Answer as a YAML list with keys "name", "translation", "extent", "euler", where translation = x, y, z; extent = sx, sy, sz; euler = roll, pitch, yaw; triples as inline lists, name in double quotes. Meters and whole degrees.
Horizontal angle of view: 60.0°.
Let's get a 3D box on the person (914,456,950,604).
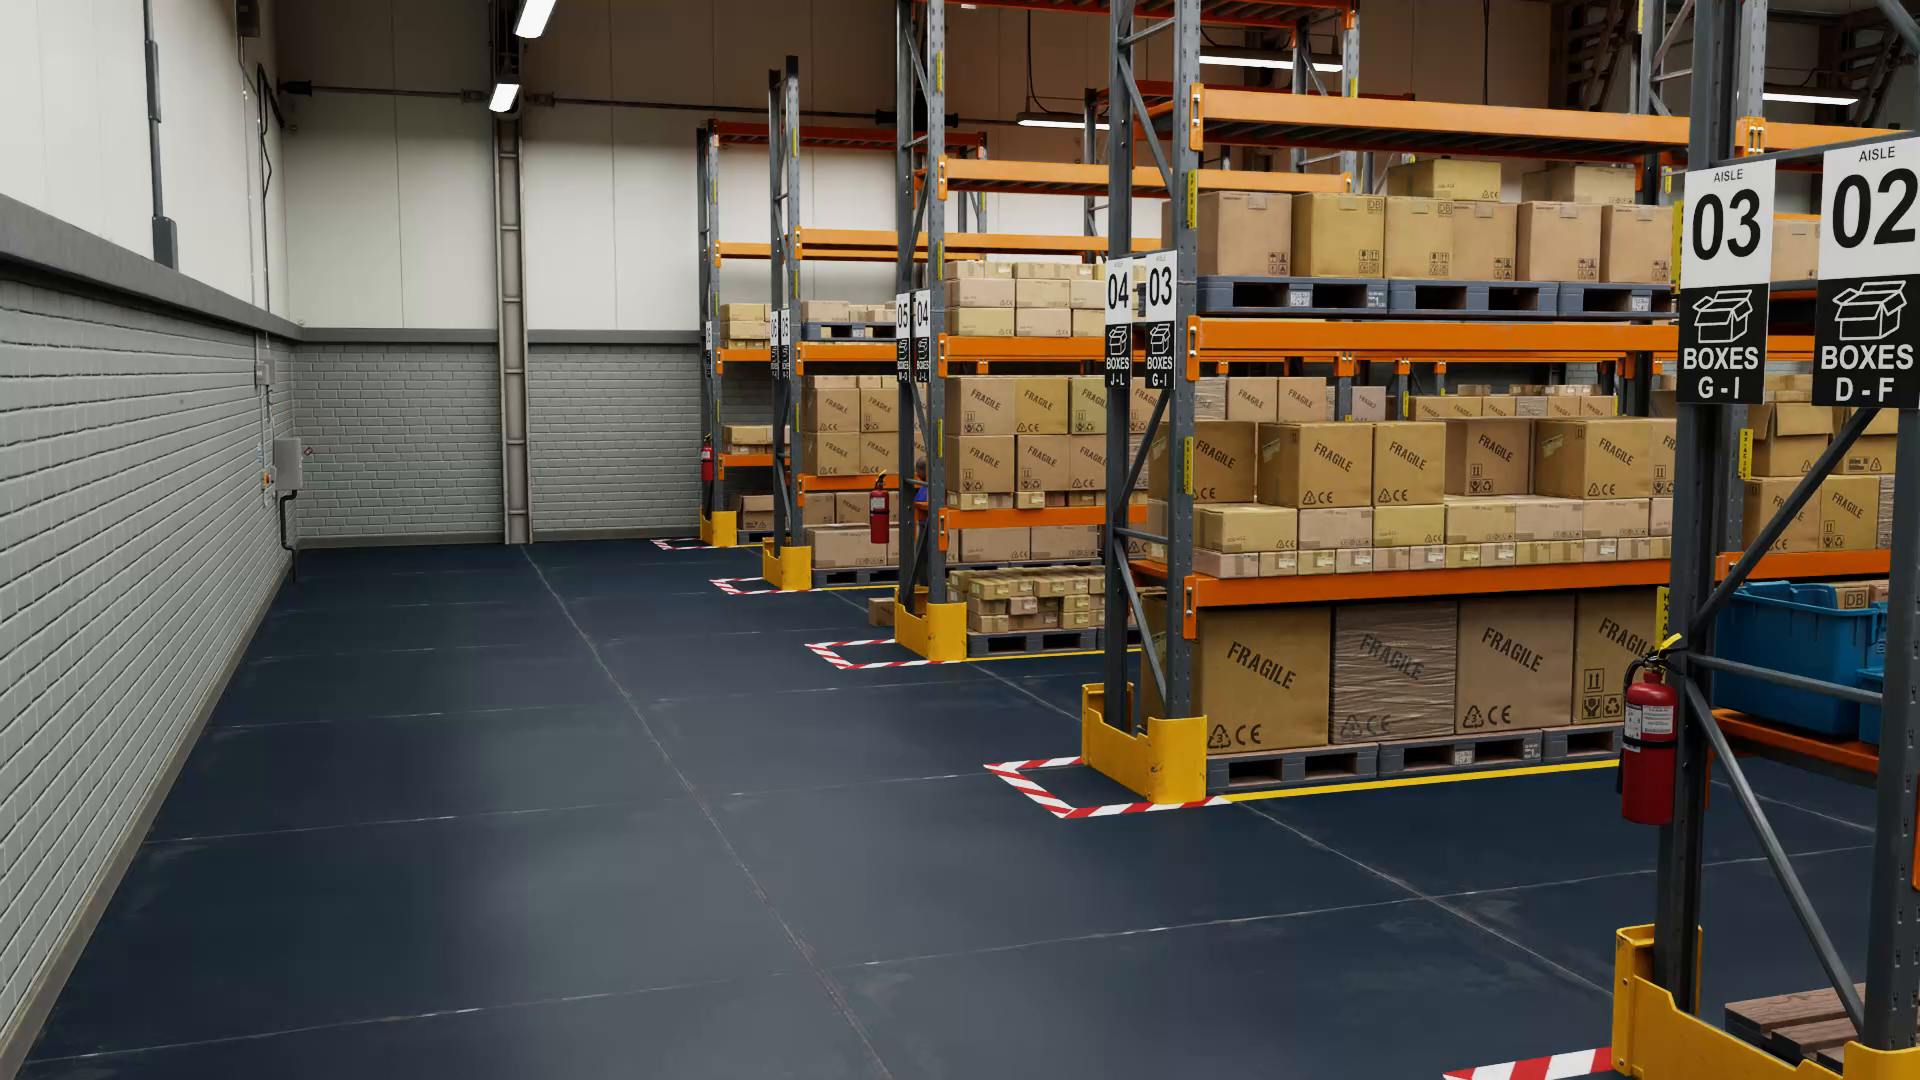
- name: "person"
  translation: [-0.280, 0.018, 16.554]
  extent: [0.336, 1.702, 0.534]
  euler: [-3, 6, -25]
